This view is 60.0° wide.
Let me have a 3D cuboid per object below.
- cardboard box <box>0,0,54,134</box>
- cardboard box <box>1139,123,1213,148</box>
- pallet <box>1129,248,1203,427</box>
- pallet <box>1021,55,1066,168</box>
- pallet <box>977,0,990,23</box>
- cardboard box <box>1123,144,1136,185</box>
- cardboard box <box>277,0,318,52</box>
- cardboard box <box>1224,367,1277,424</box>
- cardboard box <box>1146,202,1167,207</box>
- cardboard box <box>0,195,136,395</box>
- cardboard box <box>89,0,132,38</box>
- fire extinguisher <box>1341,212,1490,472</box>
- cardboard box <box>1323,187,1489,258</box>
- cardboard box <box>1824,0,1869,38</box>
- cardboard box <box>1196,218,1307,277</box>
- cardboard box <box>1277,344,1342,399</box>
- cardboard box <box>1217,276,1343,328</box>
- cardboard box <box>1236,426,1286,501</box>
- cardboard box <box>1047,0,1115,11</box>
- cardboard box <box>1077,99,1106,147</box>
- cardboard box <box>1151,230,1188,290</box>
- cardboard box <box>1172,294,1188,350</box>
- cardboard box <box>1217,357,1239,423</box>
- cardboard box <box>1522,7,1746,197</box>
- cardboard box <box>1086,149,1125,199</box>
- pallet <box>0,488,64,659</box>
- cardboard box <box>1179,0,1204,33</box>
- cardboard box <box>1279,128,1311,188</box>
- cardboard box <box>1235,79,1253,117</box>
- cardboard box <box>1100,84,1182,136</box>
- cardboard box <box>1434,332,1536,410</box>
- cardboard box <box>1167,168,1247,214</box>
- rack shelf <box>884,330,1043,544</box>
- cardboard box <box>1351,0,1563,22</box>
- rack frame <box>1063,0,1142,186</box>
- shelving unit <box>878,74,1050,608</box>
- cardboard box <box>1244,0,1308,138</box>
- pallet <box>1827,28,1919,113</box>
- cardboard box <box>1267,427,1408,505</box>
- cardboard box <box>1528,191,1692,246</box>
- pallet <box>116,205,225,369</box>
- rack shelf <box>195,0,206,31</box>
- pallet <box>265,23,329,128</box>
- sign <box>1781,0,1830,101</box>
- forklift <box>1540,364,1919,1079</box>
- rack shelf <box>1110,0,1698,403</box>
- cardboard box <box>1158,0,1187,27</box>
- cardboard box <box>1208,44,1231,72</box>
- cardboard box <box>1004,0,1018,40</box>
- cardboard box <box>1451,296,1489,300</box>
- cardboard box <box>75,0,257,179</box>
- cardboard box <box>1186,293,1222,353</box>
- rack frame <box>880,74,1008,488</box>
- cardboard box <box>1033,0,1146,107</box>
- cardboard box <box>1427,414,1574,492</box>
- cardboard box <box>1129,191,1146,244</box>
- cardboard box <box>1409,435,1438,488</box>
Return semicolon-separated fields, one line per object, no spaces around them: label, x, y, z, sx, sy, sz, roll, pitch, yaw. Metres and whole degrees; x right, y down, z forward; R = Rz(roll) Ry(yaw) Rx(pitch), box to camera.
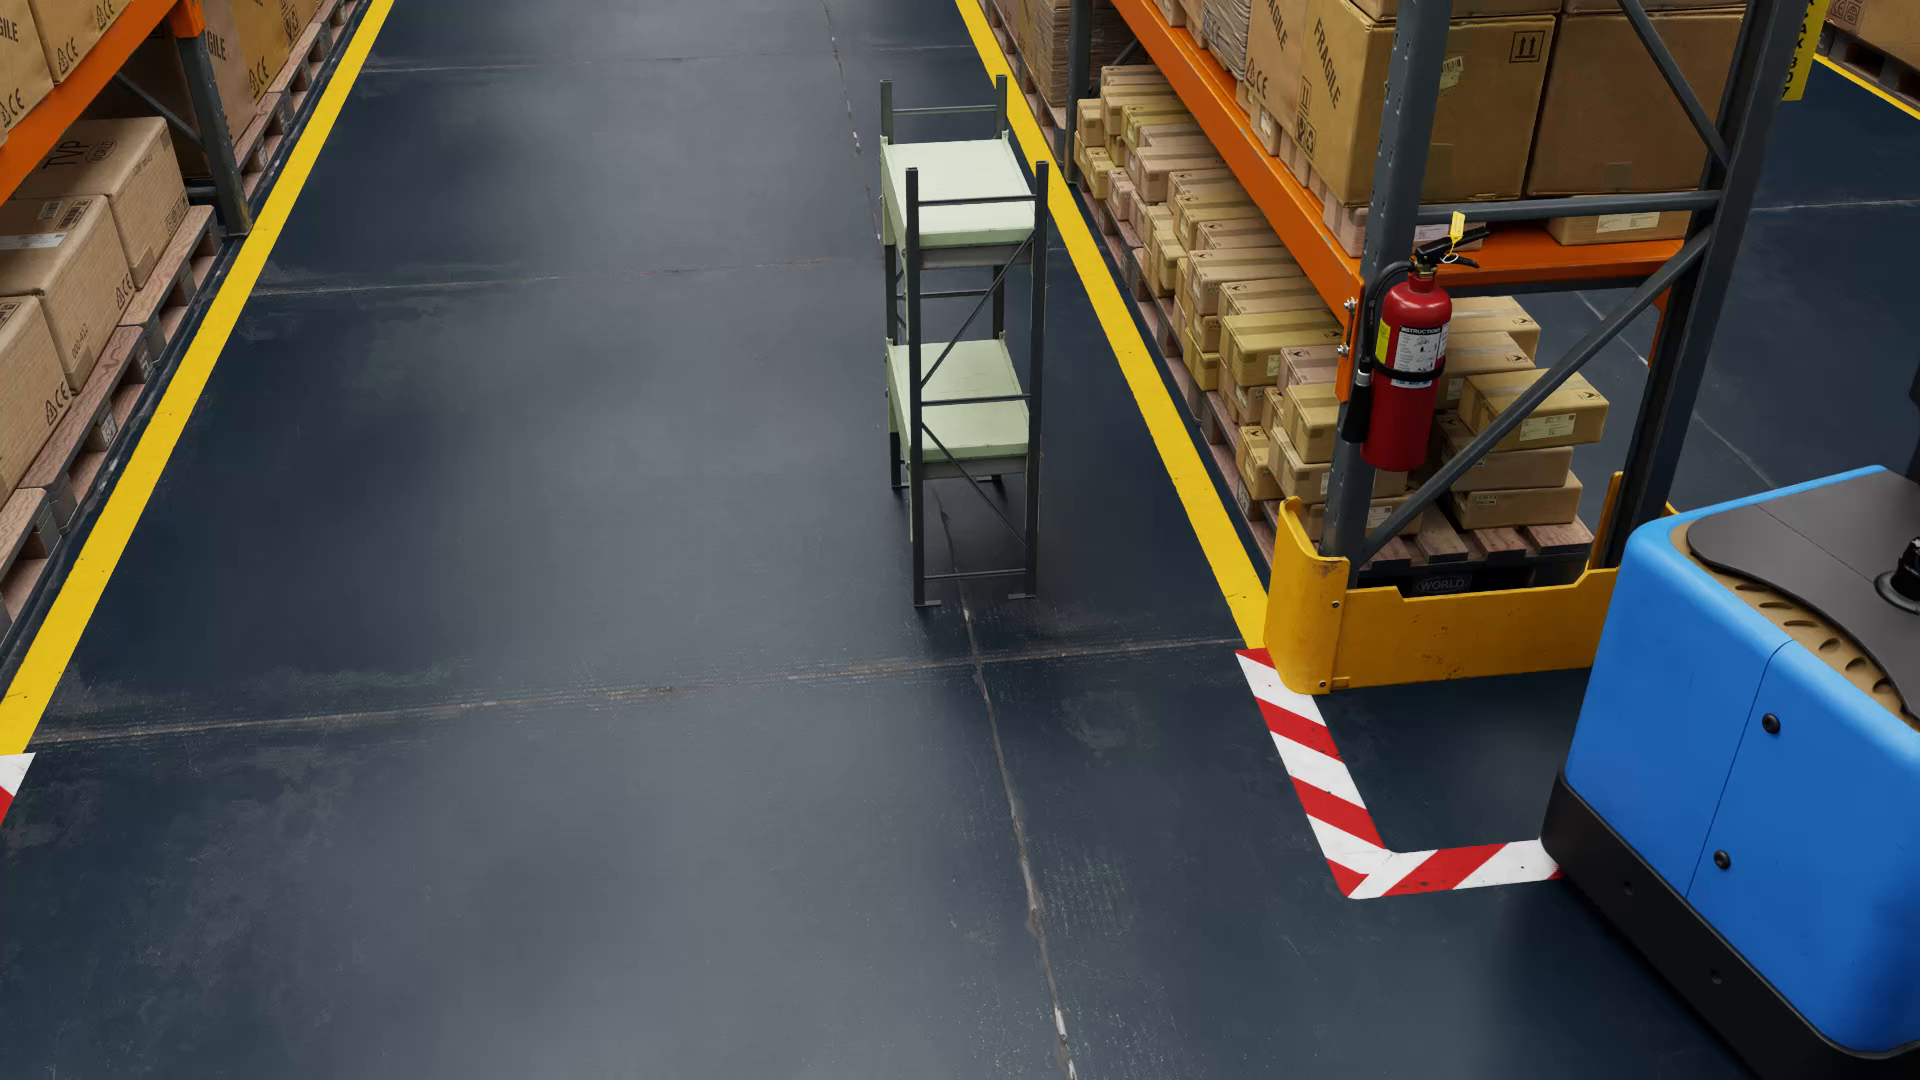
cardboard box;-3.334;-1.604;5.351;0.500;0.500;0.500;-3;34;-5
cardboard box;0.990;-1.687;7.192;0.380;0.149;0.250;-5;35;-8
pallet;1.323;-0.886;6.863;1.003;0.211;1.213;-4;35;-6
pallet;0.924;-2.375;9.048;1.003;0.211;1.213;-4;35;-6
pallet;0.596;-3.737;11.046;1.003;0.211;1.213;-4;35;-6
cardboard box;0.953;-1.717;7.501;0.380;0.149;0.250;-5;35;-7
cardboard box;-4.273;-3.300;9.442;0.875;0.875;0.875;-4;34;-6
cardboard box;1.142;-0.542;5.776;0.380;0.149;0.250;-6;35;-8
cardboard box;1.000;-1.411;7.051;0.380;0.149;0.250;-3;34;-4
cardboard box;-3.762;-0.918;6.336;0.875;0.438;0.875;-5;35;-8
cardboard box;-3.471;-2.177;6.192;0.500;0.500;0.500;-5;35;-8
fire extinguisher;1.144;-0.499;4.219;0.296;0.674;0.183;-4;35;-6
cardboard box;1.244;-0.918;4.656;0.380;0.149;0.250;-4;35;-6
cardboard box;5.731;-3.562;9.827;1.225;0.875;0.875;-6;35;-8
cardboard box;1.119;-1.108;6.343;0.380;0.149;0.250;-5;35;-8
cardboard box;1.269;-0.523;5.484;0.380;0.149;0.250;-4;34;-5
cardboard box;1.136;-0.807;5.901;0.380;0.149;0.250;-6;35;-8
cardboard box;1.155;-0.270;5.641;0.380;0.149;0.250;-3;34;-5
cardboard box;0.679;-2.940;8.581;0.500;0.250;0.500;-5;35;-8
cardboard box;0.762;-1.985;7.893;0.380;0.149;0.250;-3;34;-4
cardboard box;0.979;-1.126;6.633;0.380;0.149;0.250;-4;34;-6
cardboard box;1.046;-0.852;6.496;0.380;0.149;0.250;-4;34;-5
cardboard box;1.159;-0.561;6.068;0.380;0.149;0.250;-4;34;-6
cardboard box;1.781;-1.297;4.636;0.500;0.500;0.500;-3;34;-4
cardboard box;0.796;-1.712;7.758;0.380;0.149;0.250;-3;34;-5
pallet;-3.509;0.283;5.148;1.003;0.211;1.213;-4;35;-6
cardboard box;1.054;-2.105;5.823;0.500;0.500;0.500;-3;34;-4
cardboard box;1.199;-1.198;5.067;0.380;0.149;0.250;-5;35;-7
cardboard box;1.135;-1.488;5.493;0.380;0.149;0.250;-6;35;-8
cardboard box;0.849;-1.968;7.605;0.380;0.149;0.250;-3;34;-4
cardboard box;1.678;-0.565;5.546;0.380;0.149;0.250;-4;34;-6
cardboard box;1.062;-1.393;6.761;0.380;0.149;0.250;-6;35;-8
rack shelf;-0.001;-0.354;5.517;0.431;0.370;0.720;-4;35;-6
cardboard box;1.260;-1.675;4.303;0.500;0.500;0.500;-5;35;-7
rack frame;1.030;-3.093;7.625;1.000;3.000;0.127;-4;35;-6
shelving unit;-0.001;-0.623;5.333;0.431;1.500;0.755;-4;35;-6
cardboard box;1.188;-1.544;4.999;0.500;0.500;0.500;-5;35;-7
pallet;5.780;-2.685;9.502;1.003;0.211;1.213;-4;35;-6
cardboard box;1.214;-0.252;5.351;0.380;0.149;0.250;-5;35;-8
cardboard box;1.849;-0.963;4.722;0.380;0.149;0.250;-5;35;-7
pallet;-3.837;-1.079;7.146;1.003;0.211;1.213;-4;35;-6
rack shelf;-4.131;-3.480;8.832;1.077;0.370;4.000;-4;35;-6
pallet;-4.207;-2.617;9.402;1.003;0.211;1.213;-4;35;-6
sign;2.106;-1.260;4.166;0.100;0.325;0.005;-4;35;-6
forklift;3.120;-0.410;3.749;3.031;2.935;1.130;-12;36;-18
rack shelf;1.299;-1.680;6.190;1.077;0.370;4.000;-4;35;-6
cardboard box;0.969;-2.075;6.354;0.380;0.149;0.250;-3;34;-4
cardboard box;1.106;-1.790;5.936;0.380;0.149;0.250;-4;34;-6
cardboard box;0.547;-3.200;9.629;0.500;0.500;0.500;-5;35;-7
cardboard box;1.655;-0.847;5.960;0.380;0.149;0.250;-6;35;-9
cardboard box;-4.024;-2.297;7.971;0.875;0.875;0.875;-3;34;-5
cardboard box;1.060;-0.830;6.199;0.380;0.149;0.250;-4;34;-6
rack frame;-0.050;-0.828;5.633;0.400;1.500;0.023;-4;35;-6
cardboard box;0.681;-2.628;8.789;0.500;0.500;0.500;-5;35;-7
cardboard box;1.752;-0.291;5.408;0.380;0.149;0.250;-3;34;-4
cardboard box;0.965;-1.440;7.358;0.380;0.149;0.250;-5;35;-7
cardboard box;1.698;-0.313;5.704;0.380;0.149;0.250;-5;35;-7
